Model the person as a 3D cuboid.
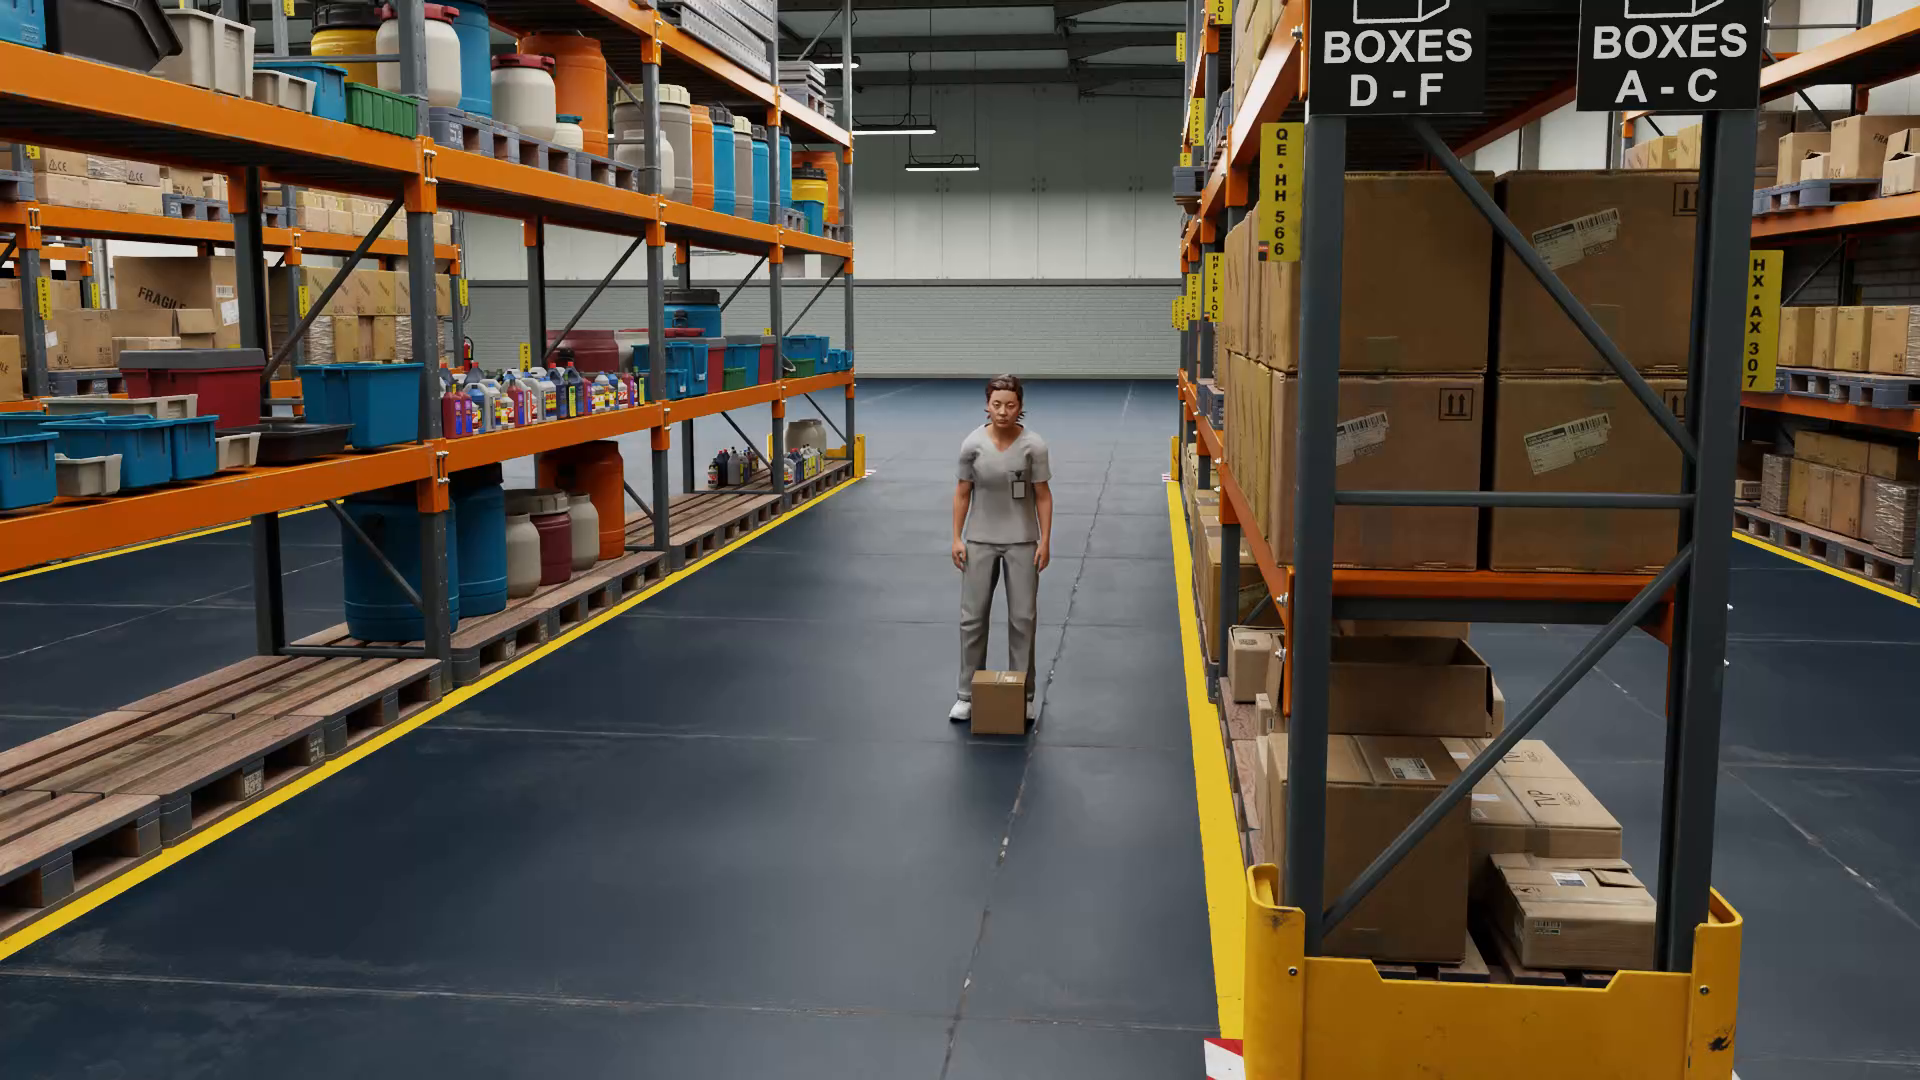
[{"bbox_3d":[0.202,0.036,8.057,0.484,1.666,0.360,1,8,6],"label":"person"}]
